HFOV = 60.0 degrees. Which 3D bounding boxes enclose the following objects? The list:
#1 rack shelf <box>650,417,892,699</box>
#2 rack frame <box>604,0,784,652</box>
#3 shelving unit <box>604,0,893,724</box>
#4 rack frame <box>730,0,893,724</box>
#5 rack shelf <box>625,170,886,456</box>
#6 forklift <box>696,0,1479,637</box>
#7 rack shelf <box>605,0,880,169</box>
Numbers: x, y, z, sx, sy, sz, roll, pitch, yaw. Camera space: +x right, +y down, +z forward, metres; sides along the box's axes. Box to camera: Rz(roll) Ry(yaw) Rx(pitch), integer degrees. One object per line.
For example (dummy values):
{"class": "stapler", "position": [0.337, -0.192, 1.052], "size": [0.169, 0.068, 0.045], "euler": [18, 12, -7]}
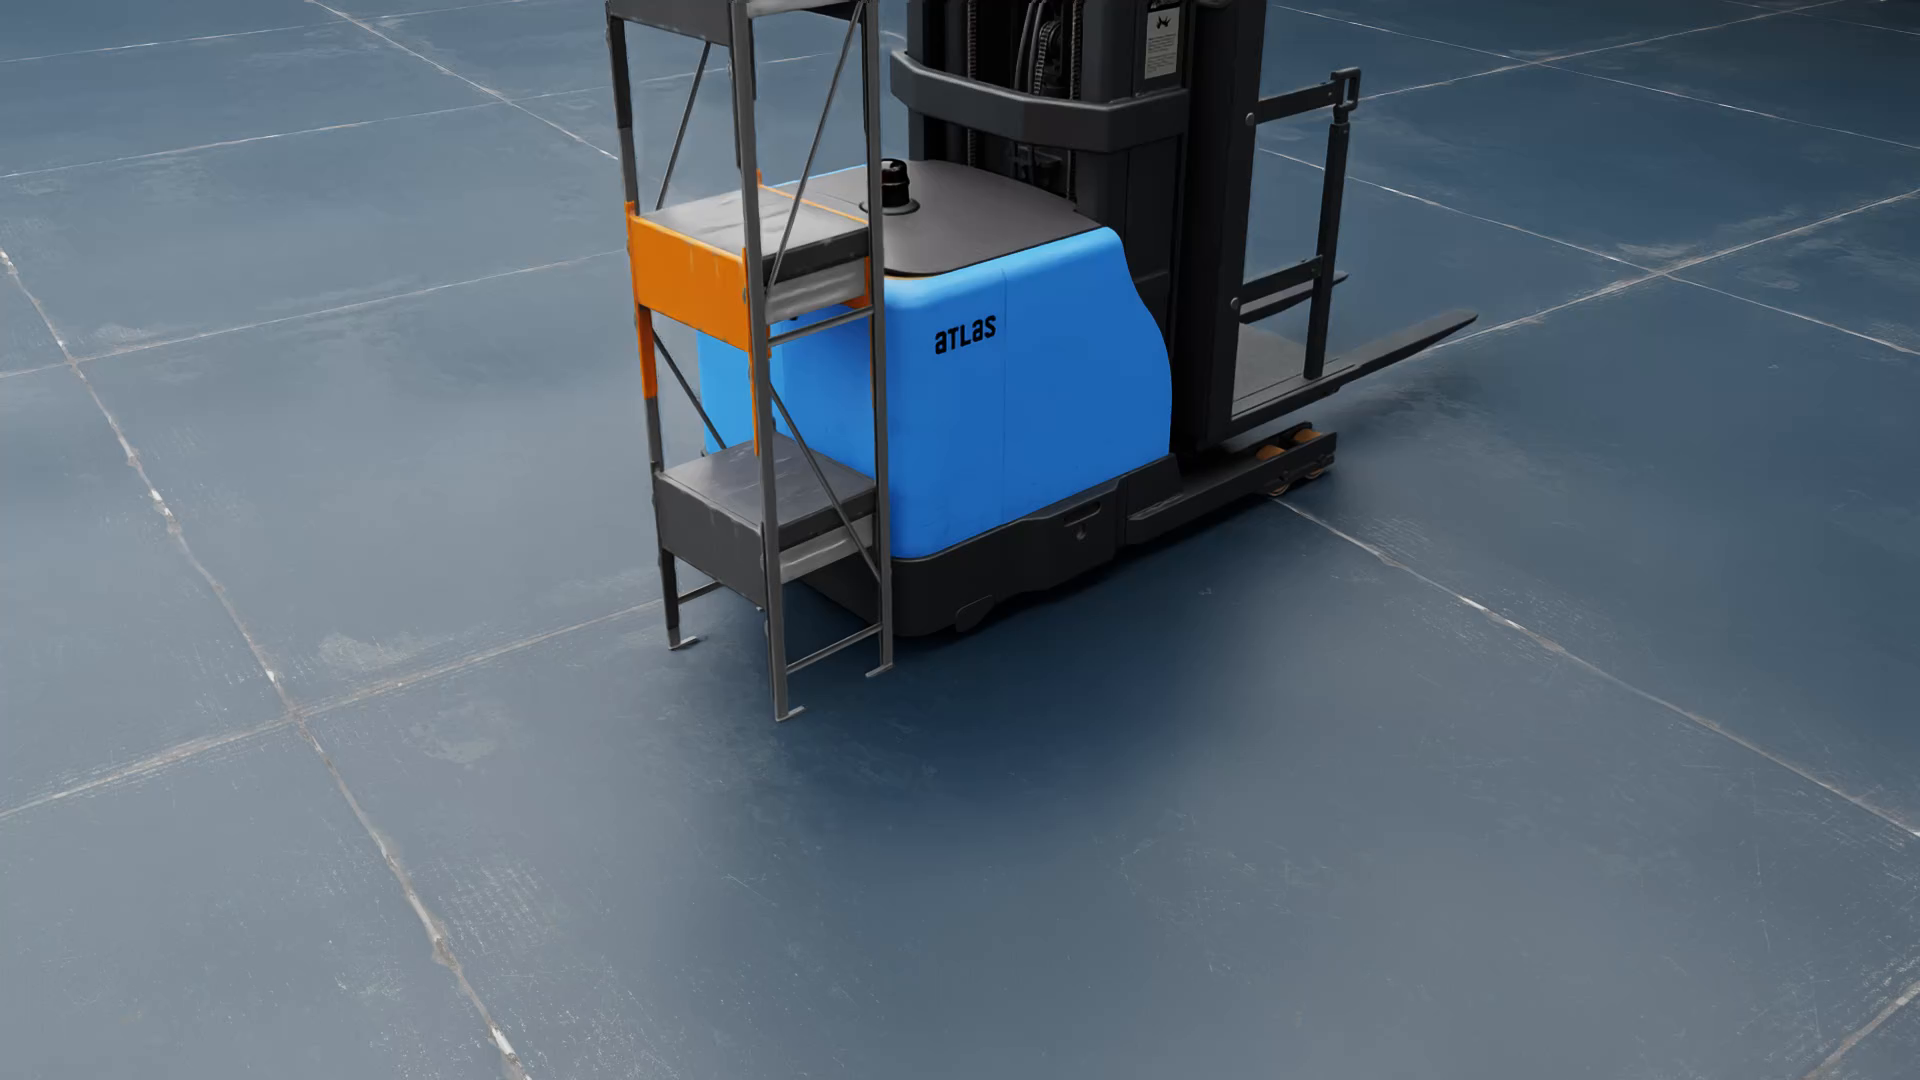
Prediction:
{"class": "rack shelf", "position": [-0.503, 0.036, 4.479], "size": [0.431, 0.518, 0.480], "euler": [-24, 37, -37]}
{"class": "rack frame", "position": [-0.671, -0.676, 4.294], "size": [0.400, 2.100, 0.015], "euler": [-24, 37, -37]}
{"class": "shelving unit", "position": [-0.503, -0.591, 4.139], "size": [0.431, 2.100, 0.503], "euler": [-24, 37, -37]}
{"class": "rack frame", "position": [-0.335, -0.507, 3.983], "size": [0.400, 2.100, 0.015], "euler": [-24, 37, -37]}
{"class": "rack shelf", "position": [-0.503, -0.579, 4.145], "size": [0.431, 0.518, 0.480], "euler": [-24, 37, -37]}
{"class": "forklift", "position": [0.638, -1.601, 5.127], "size": [3.031, 2.935, 1.130], "euler": [-23, 36, -36]}
{"class": "rack shelf", "position": [-0.503, -1.195, 3.811], "size": [0.431, 0.518, 0.480], "euler": [-24, 37, -37]}
